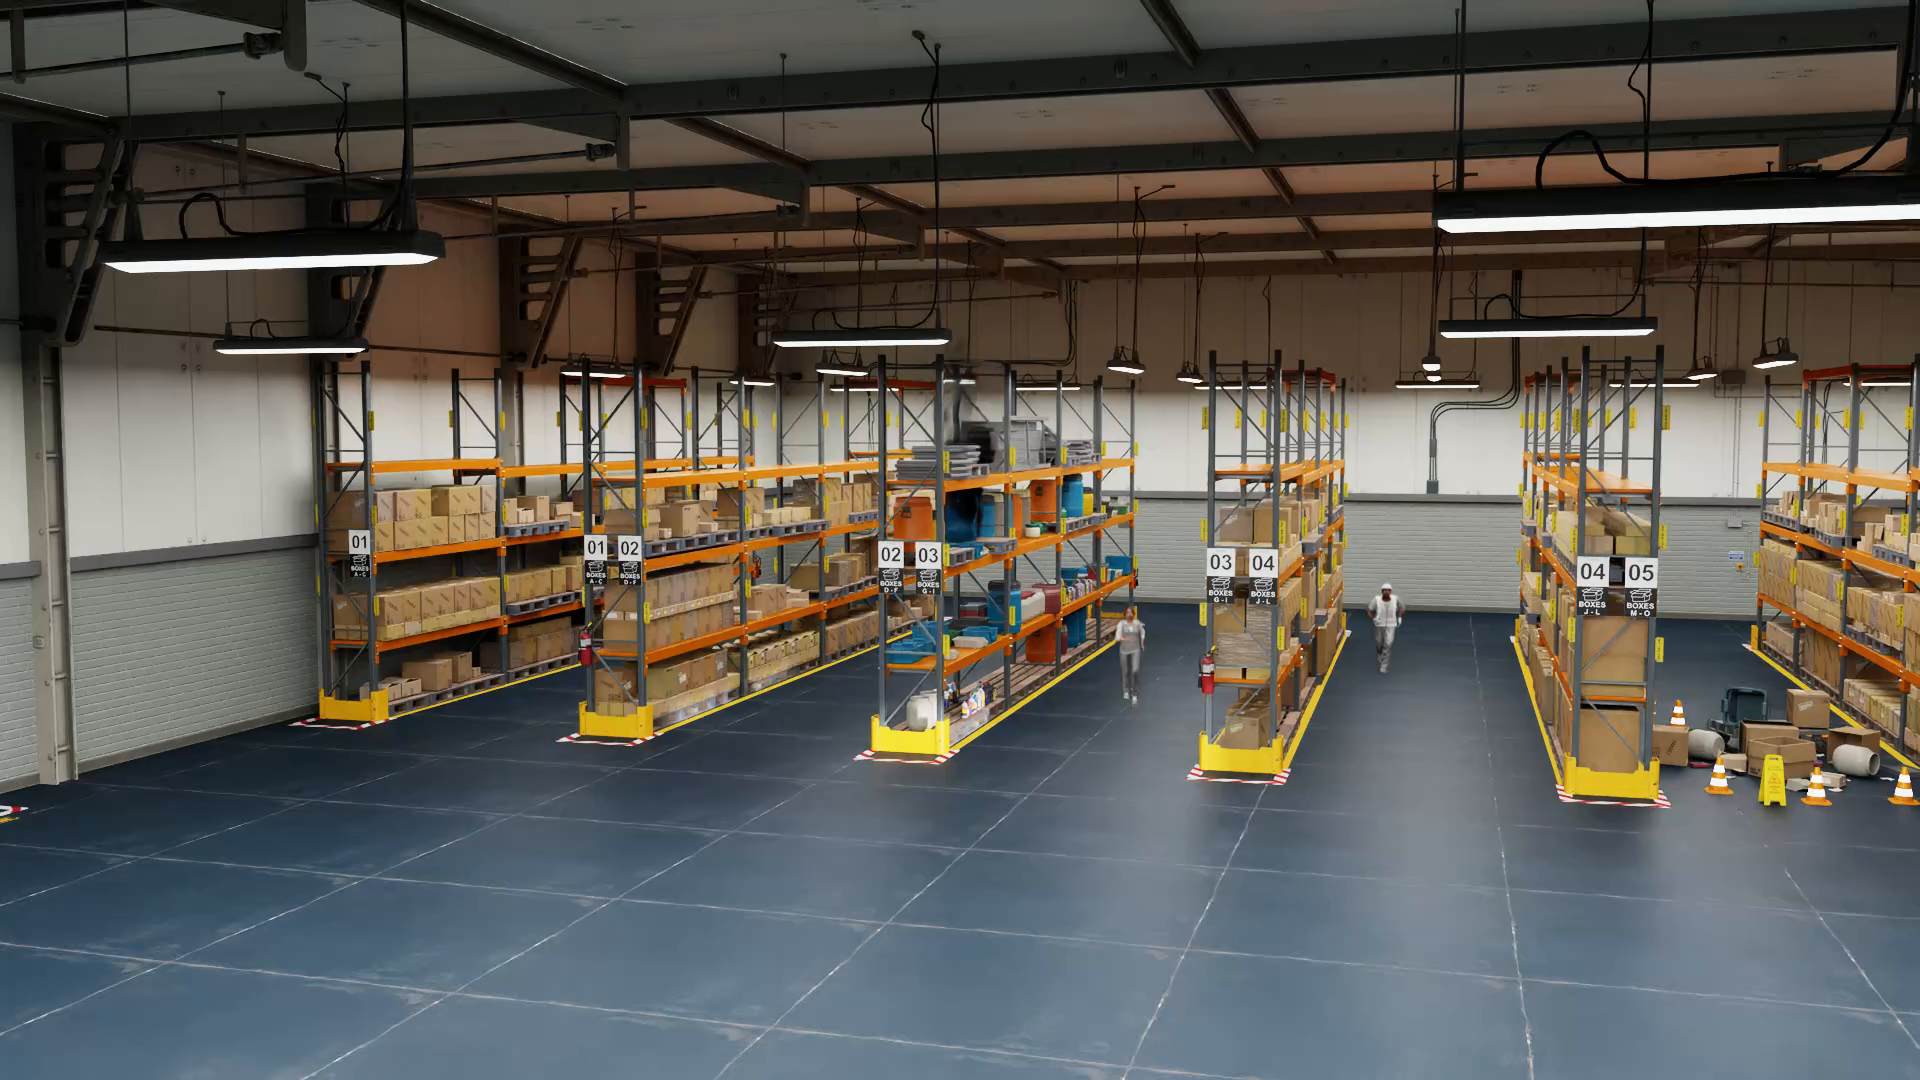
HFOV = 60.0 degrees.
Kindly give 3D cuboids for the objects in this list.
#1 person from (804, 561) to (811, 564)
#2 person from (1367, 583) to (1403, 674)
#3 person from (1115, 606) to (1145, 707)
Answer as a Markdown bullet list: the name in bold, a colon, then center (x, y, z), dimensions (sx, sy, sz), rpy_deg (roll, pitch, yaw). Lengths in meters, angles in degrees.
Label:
- **person**: center (-3.513, 1.353, 38.472), dimensions (0.669, 1.758, 0.960), rpy_deg (1, 4, 13)
- **person**: center (8.526, 1.740, 33.377), dimensions (0.707, 1.770, 0.978), rpy_deg (1, 4, 9)
- **person**: center (2.848, 1.935, 27.823), dimensions (0.505, 1.667, 0.667), rpy_deg (0, 4, 4)
